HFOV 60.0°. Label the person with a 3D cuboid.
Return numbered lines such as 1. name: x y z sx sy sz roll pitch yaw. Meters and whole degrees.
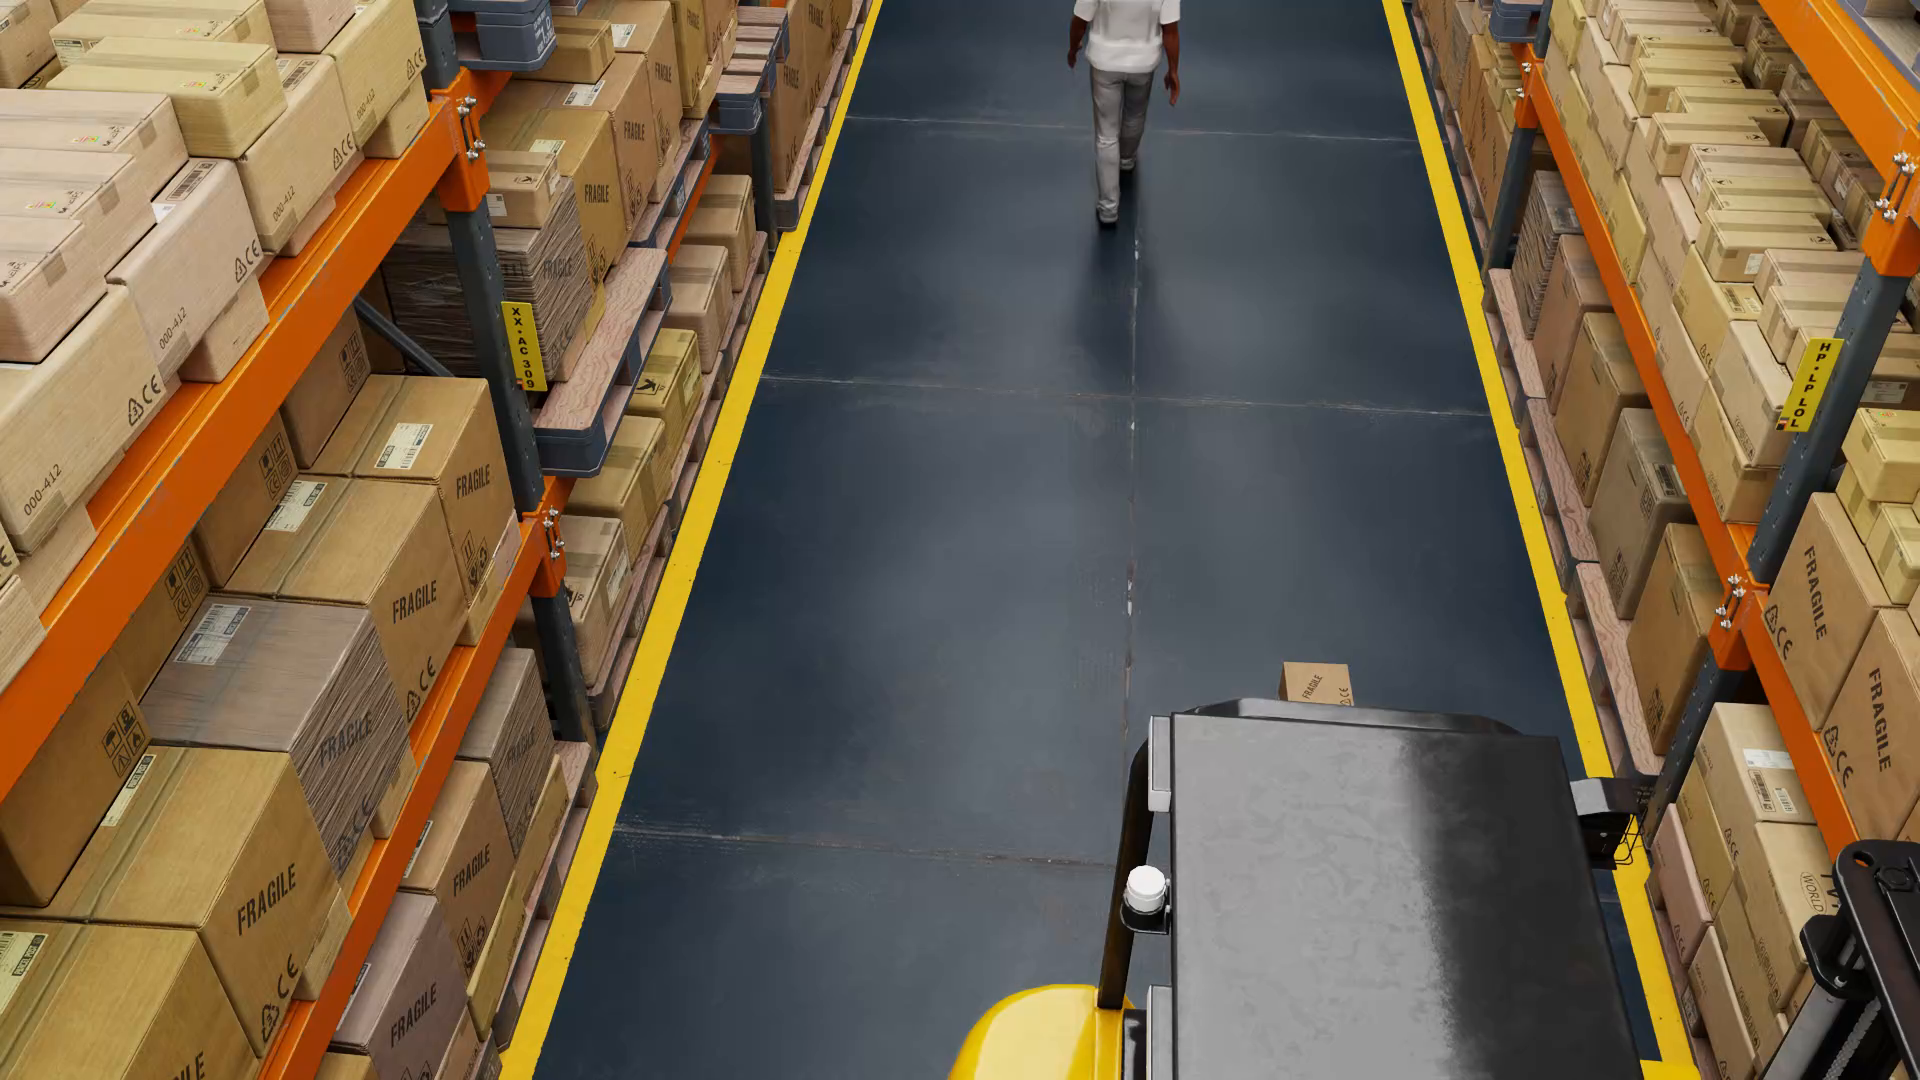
1. person: 0.916 -2.781 9.454 0.612 1.710 0.989 -2 40 -2
